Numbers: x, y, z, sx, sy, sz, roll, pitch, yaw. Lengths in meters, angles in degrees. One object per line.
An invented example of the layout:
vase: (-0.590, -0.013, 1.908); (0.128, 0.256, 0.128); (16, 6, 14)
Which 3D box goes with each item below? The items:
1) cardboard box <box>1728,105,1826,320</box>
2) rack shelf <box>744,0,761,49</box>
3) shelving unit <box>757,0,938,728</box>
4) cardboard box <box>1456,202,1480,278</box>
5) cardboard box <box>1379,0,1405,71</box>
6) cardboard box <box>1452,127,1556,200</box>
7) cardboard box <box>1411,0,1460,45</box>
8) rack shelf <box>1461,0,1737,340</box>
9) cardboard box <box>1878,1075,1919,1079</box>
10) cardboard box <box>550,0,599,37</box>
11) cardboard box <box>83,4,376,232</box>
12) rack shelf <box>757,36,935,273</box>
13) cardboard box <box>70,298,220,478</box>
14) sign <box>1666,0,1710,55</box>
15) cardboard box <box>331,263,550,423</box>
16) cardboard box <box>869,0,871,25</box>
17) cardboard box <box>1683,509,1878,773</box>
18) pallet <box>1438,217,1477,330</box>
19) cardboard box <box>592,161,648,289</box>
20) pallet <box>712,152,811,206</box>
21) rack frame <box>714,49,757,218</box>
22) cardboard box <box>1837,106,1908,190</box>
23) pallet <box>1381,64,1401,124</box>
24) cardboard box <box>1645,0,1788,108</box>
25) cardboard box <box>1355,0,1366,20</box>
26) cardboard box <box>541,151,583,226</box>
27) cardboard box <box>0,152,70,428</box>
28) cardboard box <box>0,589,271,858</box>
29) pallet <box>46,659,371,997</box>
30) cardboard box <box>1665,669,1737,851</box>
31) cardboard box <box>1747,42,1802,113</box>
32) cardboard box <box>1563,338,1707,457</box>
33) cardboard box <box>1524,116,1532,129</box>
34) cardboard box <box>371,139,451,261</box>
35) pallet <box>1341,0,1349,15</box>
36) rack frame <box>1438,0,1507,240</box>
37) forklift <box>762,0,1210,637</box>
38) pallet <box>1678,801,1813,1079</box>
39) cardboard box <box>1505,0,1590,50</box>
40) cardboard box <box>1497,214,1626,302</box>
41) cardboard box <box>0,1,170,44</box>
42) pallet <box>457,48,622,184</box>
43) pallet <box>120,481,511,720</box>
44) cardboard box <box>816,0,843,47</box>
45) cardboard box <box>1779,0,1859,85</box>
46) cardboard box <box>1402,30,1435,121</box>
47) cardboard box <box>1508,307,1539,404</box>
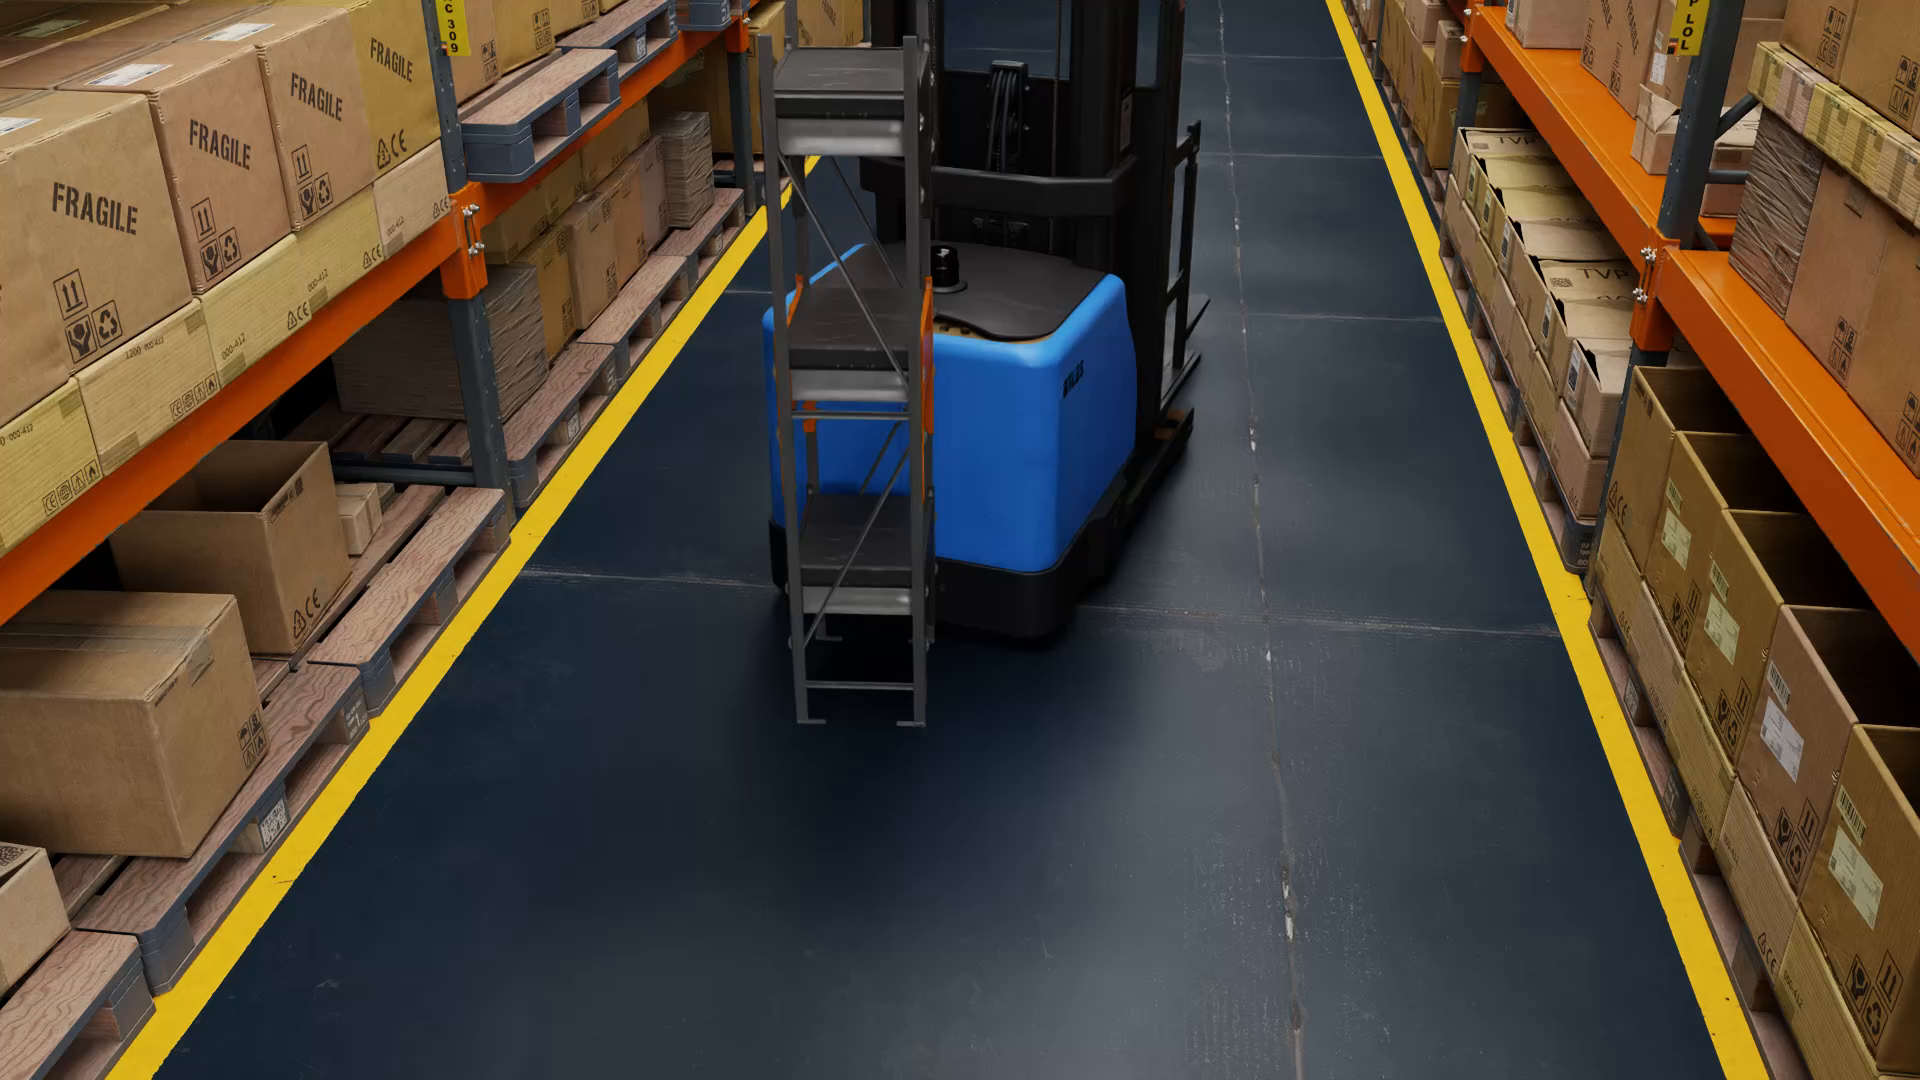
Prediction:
cardboard box: (2.668, -0.935, 4.718); (0.700, 0.500, 0.500); (3, 28, 5)
rack shelf: (-1.466, -3.894, 11.074); (1.077, 0.370, 4.000); (3, 28, 6)
shelving unit: (-0.298, -0.463, 4.891); (0.431, 2.100, 0.503); (1, 29, 2)
cardboard box: (2.789, -1.491, 8.312); (0.500, 0.250, 0.500); (3, 28, 5)
cardboard box: (3.395, -3.746, 12.212); (0.500, 0.500, 0.500); (2, 28, 4)
cardboard box: (2.850, -1.975, 8.618); (0.500, 0.311, 0.500); (4, 29, 8)
cardboard box: (3.211, -3.369, 10.722); (0.500, 0.250, 0.500); (3, 28, 5)
rack shelf: (2.961, -1.725, 7.048); (1.077, 0.370, 4.000); (3, 28, 6)
cardboard box: (2.047, 1.302, 3.126); (0.500, 0.250, 0.500); (3, 28, 6)
cardboard box: (-1.980, -2.436, 7.040); (0.700, 0.500, 0.500); (7, 29, 13)
cardboard box: (-2.008, -1.184, 4.631); (0.500, 0.500, 0.500); (3, 28, 6)
rack shelf: (-0.298, -1.064, 4.560); (0.431, 0.518, 0.480); (1, 29, 2)
cardboard box: (-2.134, -0.380, 3.930); (0.500, 0.250, 0.500); (4, 29, 7)
sign: (2.176, -1.602, 4.924); (0.100, 0.325, 0.005); (3, 28, 6)
cardboard box: (-2.127, -0.827, 6.794); (0.700, 0.500, 0.500); (4, 29, 8)
cardboard box: (-1.027, -4.583, 13.786); (0.700, 0.500, 0.500); (4, 29, 7)
cardboard box: (2.226, 0.266, 4.259); (0.500, 0.500, 0.500); (3, 28, 6)
pallet: (3.066, -1.370, 8.571); (1.003, 0.211, 1.213); (3, 28, 6)
cardboard box: (-1.959, -1.549, 8.135); (0.700, 0.500, 0.500); (3, 28, 6)
pallet: (-1.540, -2.408, 10.498); (1.003, 0.211, 1.213); (3, 28, 6)
rack frame: (-1.711, -3.269, 9.156); (1.000, 3.000, 0.127); (3, 28, 6)
cardboard box: (2.399, -0.951, 4.064); (0.380, 0.149, 0.250); (3, 28, 6)
pallet: (3.634, -3.253, 12.066); (1.003, 0.211, 1.213); (3, 28, 6)
cardboard box: (2.891, -1.753, 6.236); (0.500, 0.500, 0.500); (5, 29, 10)
cardboard box: (3.576, -4.514, 13.837); (0.500, 0.311, 0.500); (3, 28, 6)
cardboard box: (-2.017, -1.610, 7.457); (0.500, 0.250, 0.500); (3, 28, 5)
cardboard box: (-2.194, -0.459, 3.285); (0.500, 0.500, 0.500); (2, 28, 5)
cardboard box: (-2.308, 0.472, 4.383); (0.700, 0.500, 0.500); (2, 28, 3)
pallet: (-2.395, 0.735, 4.663); (1.003, 0.211, 1.213); (3, 28, 6)
cardboard box: (2.225, 0.596, 4.437); (0.500, 0.250, 0.500); (3, 28, 6)
cardboard box: (2.491, -1.315, 4.738); (0.380, 0.149, 0.250); (3, 28, 6)
cardboard box: (2.481, -0.529, 5.934); (0.500, 0.311, 0.500); (3, 28, 6)
cardboard box: (3.604, -2.521, 9.938); (0.500, 0.500, 0.500); (2, 28, 4)
cardboard box: (-1.958, -1.089, 5.245); (0.500, 0.250, 0.500); (3, 29, 6)
pallet: (4.080, -5.110, 15.513); (1.003, 0.211, 1.213); (3, 28, 6)
rack frame: (3.206, -2.983, 8.625); (1.000, 3.000, 0.127); (3, 28, 6)
forklift: (0.338, -1.649, 6.220); (1.130, 2.935, 3.031); (10, 30, 18)
pallet: (2.430, 1.075, 4.032); (1.003, 0.211, 1.213); (3, 28, 6)
cardboard box: (2.904, -2.534, 7.885); (0.500, 0.311, 0.500); (3, 28, 6)
cardboard box: (2.667, -1.245, 7.264); (0.500, 0.311, 0.500); (3, 28, 6)
cardboard box: (-2.533, -1.207, 4.674); (0.500, 0.500, 0.500); (3, 28, 6)
pallet: (-1.963, -1.653, 6.359); (1.003, 0.211, 1.213); (3, 28, 6)
pallet: (-2.248, 0.159, 5.732); (1.003, 0.211, 1.213); (3, 28, 6)
cardboard box: (-1.277, -3.659, 11.702); (0.750, 0.750, 0.750); (4, 29, 8)
cardboard box: (2.668, -1.506, 4.410); (0.700, 0.500, 0.500); (3, 29, 6)
cardboard box: (3.209, -3.021, 10.867); (0.500, 0.500, 0.500); (2, 28, 4)
cardboard box: (2.605, -0.766, 6.965); (0.500, 0.250, 0.500); (4, 29, 7)
